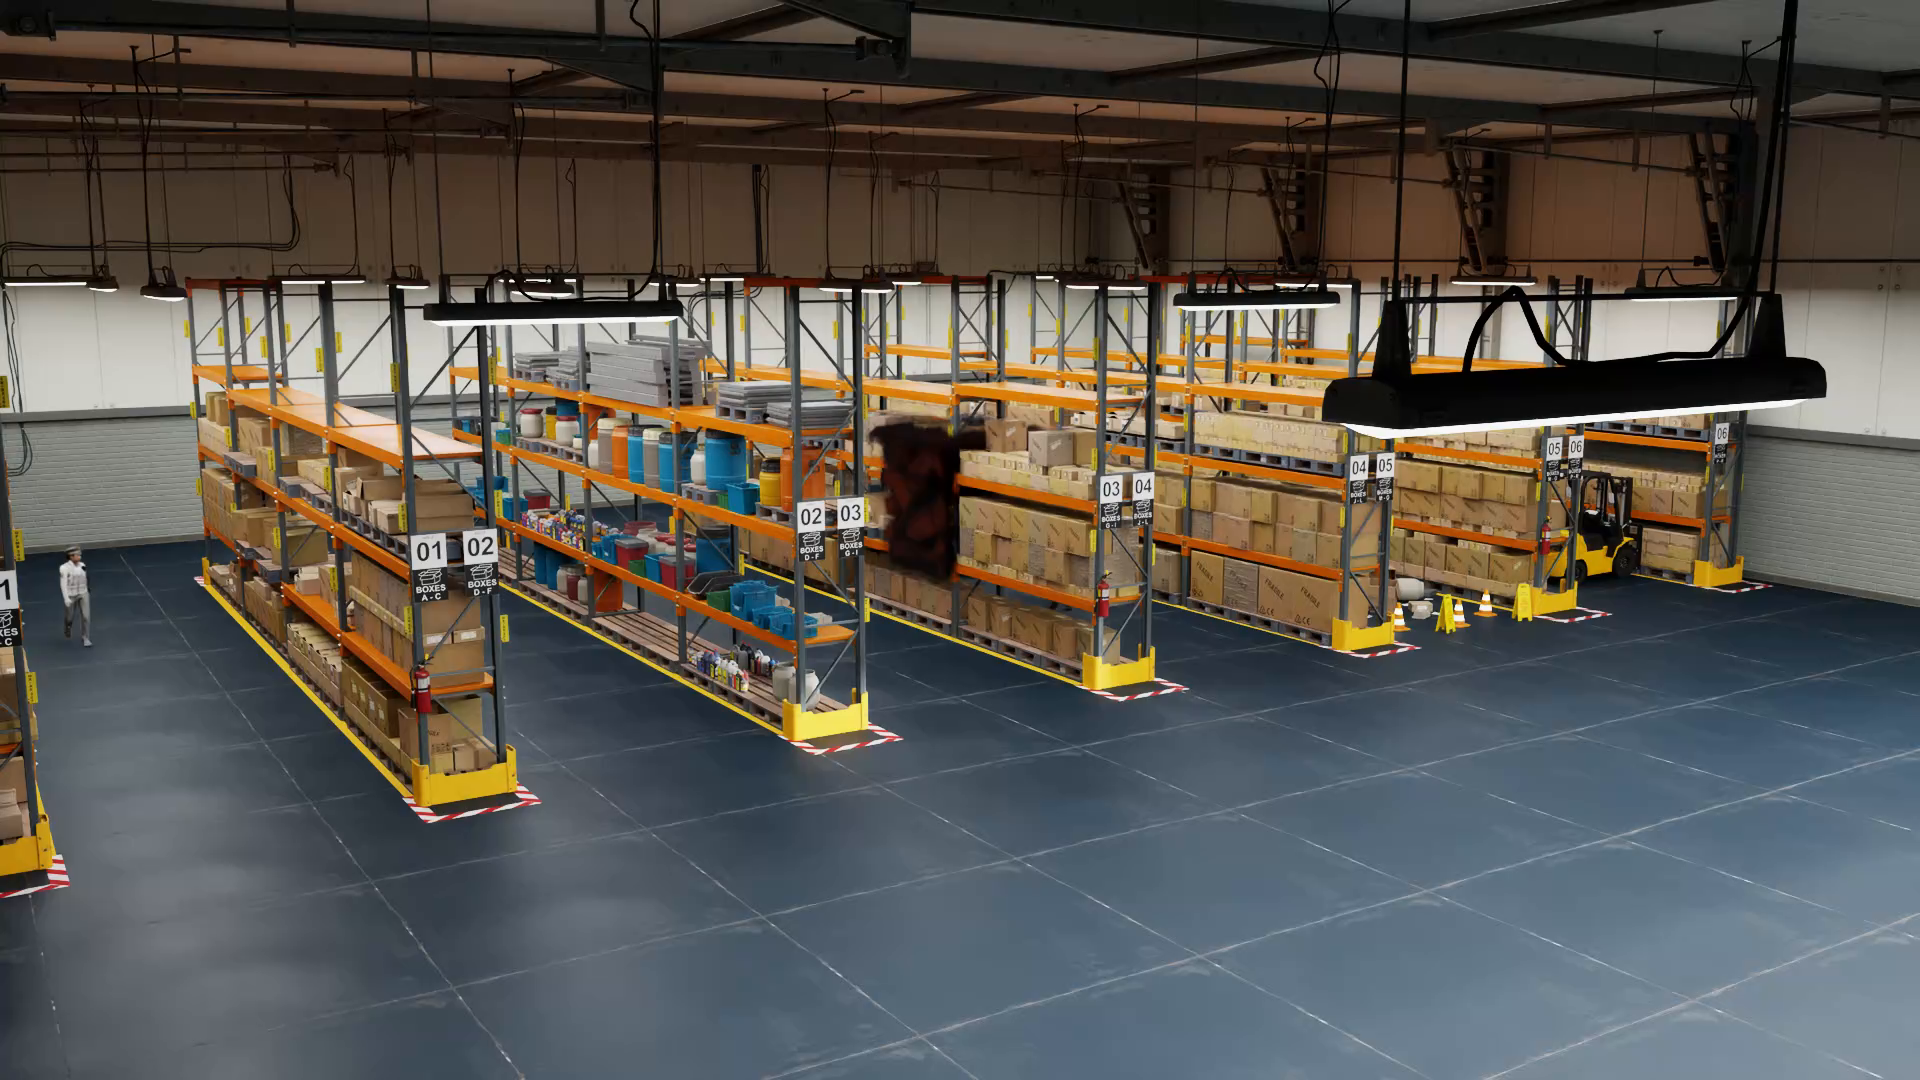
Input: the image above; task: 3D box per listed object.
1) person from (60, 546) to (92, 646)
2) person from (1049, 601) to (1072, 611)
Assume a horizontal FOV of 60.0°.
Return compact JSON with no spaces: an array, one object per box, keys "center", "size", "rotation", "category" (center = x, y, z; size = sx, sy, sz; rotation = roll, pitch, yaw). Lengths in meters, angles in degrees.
[{"center":[-14.681,0.907,27.591],"size":[0.446,1.646,0.708],"rotation":[-7,12,-35],"category":"person"},{"center":[1.774,0.376,28.933],"size":[0.541,1.802,0.398],"rotation":[7,12,36],"category":"person"}]
